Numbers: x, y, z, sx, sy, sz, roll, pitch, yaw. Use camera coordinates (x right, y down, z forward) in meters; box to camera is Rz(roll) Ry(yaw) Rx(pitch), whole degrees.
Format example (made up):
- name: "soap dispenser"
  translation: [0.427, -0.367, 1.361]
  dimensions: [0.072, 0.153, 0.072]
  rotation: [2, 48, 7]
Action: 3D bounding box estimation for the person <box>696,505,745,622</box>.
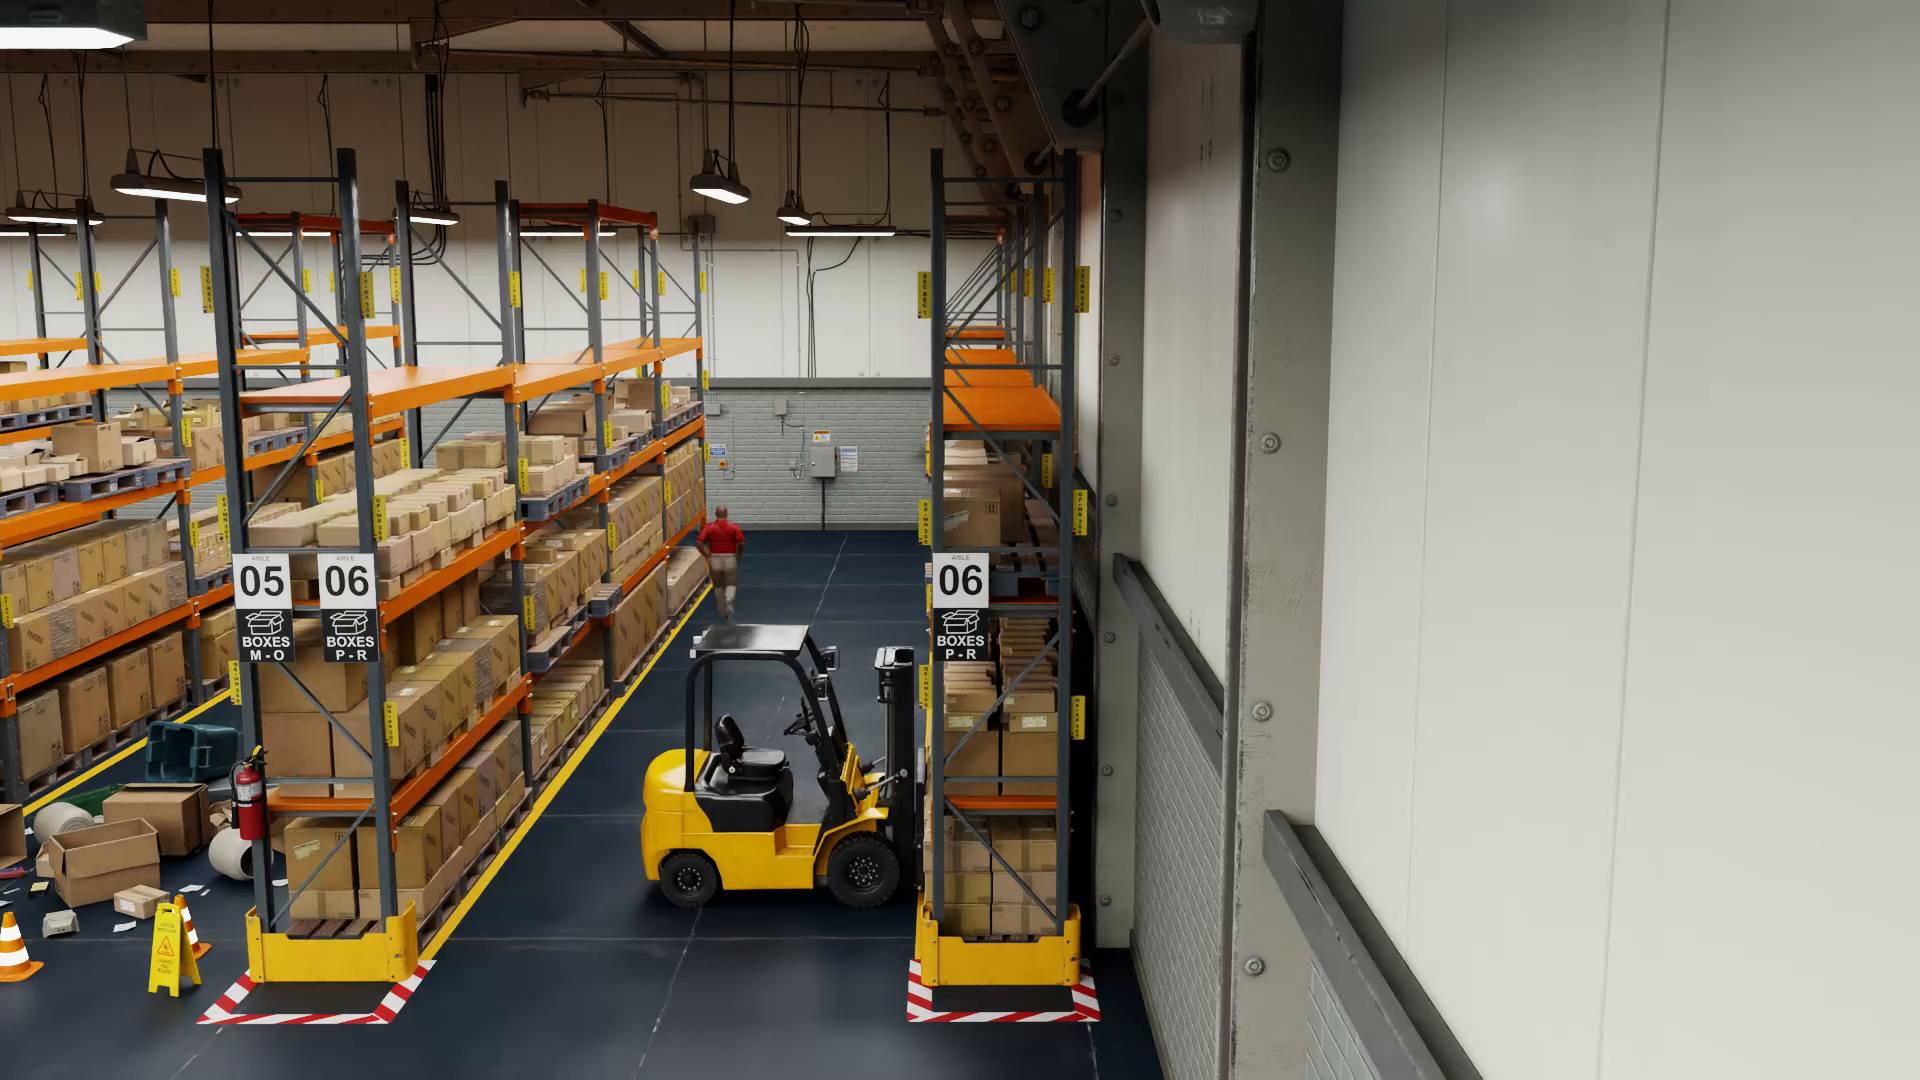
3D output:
- name: "person"
  translation: [-3.327, 0.345, 23.217]
  dimensions: [0.677, 1.689, 0.721]
  rotation: [0, 9, -3]
